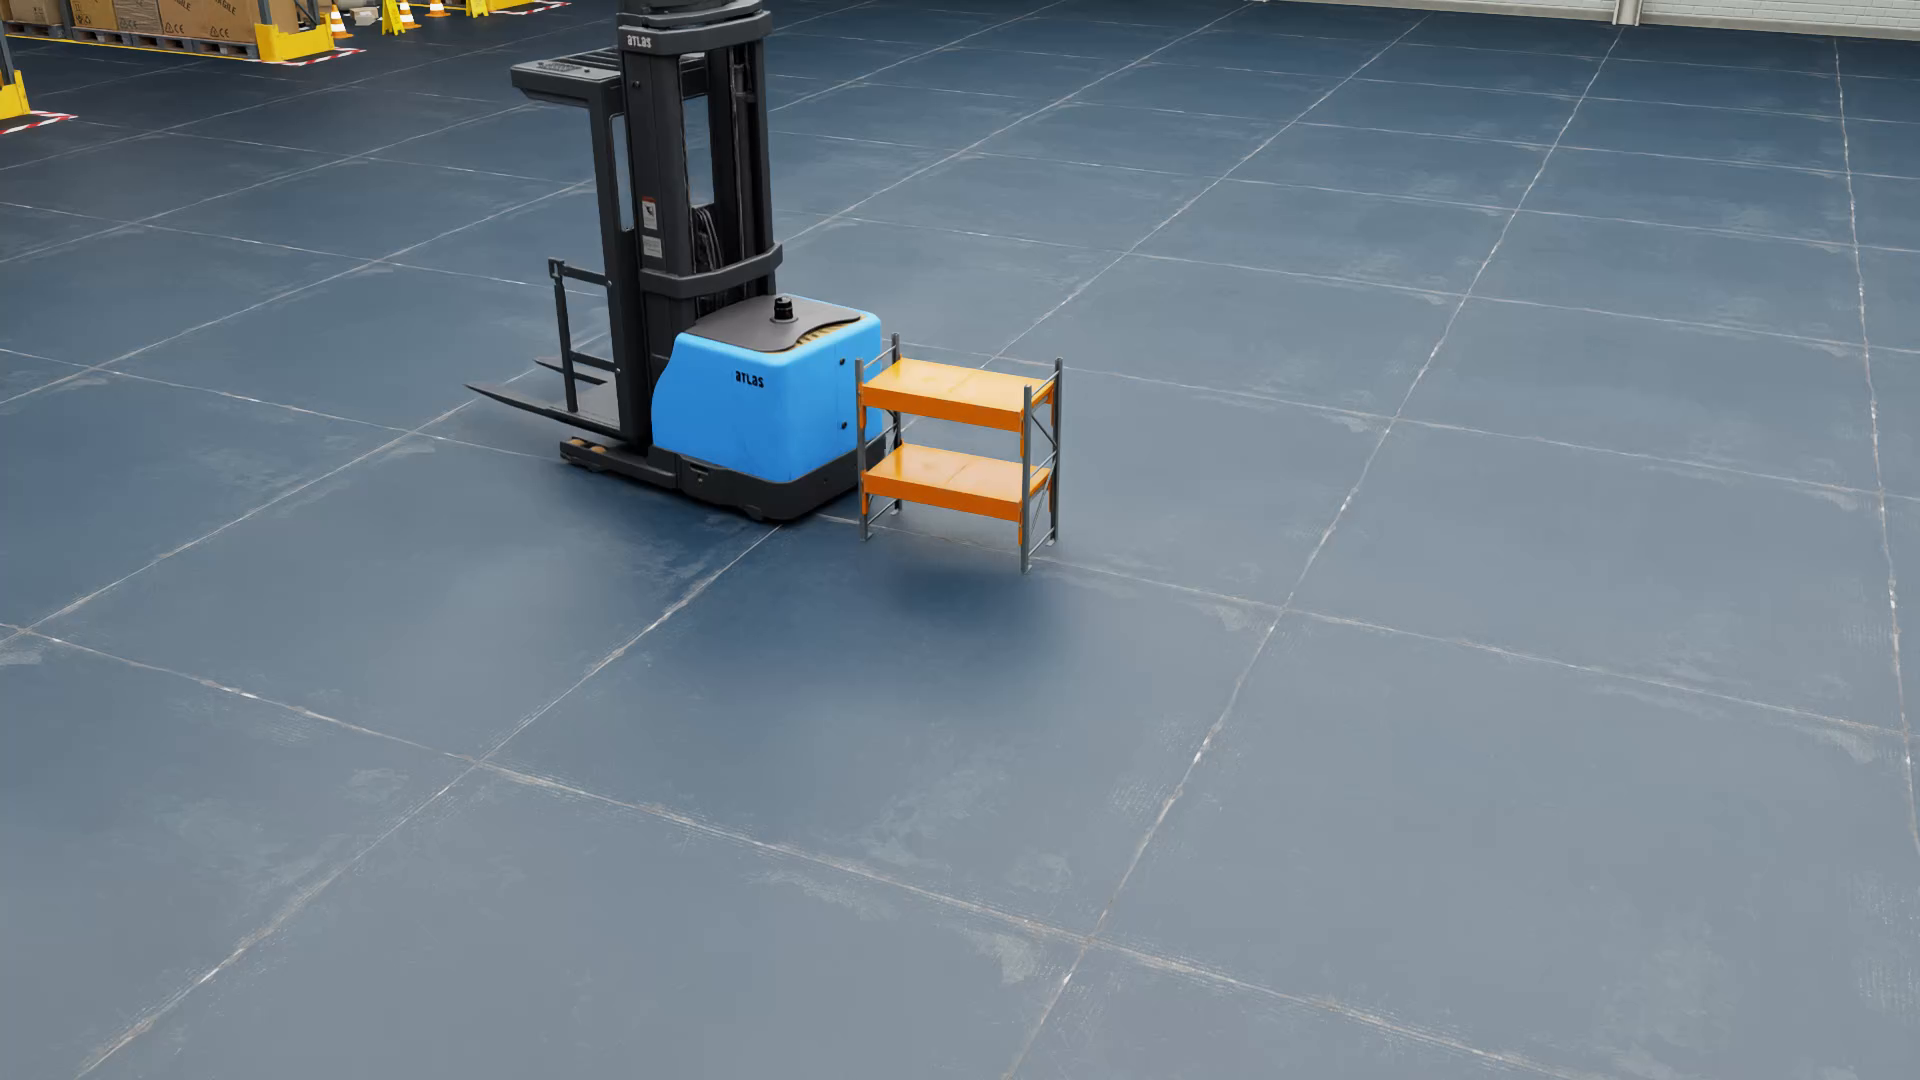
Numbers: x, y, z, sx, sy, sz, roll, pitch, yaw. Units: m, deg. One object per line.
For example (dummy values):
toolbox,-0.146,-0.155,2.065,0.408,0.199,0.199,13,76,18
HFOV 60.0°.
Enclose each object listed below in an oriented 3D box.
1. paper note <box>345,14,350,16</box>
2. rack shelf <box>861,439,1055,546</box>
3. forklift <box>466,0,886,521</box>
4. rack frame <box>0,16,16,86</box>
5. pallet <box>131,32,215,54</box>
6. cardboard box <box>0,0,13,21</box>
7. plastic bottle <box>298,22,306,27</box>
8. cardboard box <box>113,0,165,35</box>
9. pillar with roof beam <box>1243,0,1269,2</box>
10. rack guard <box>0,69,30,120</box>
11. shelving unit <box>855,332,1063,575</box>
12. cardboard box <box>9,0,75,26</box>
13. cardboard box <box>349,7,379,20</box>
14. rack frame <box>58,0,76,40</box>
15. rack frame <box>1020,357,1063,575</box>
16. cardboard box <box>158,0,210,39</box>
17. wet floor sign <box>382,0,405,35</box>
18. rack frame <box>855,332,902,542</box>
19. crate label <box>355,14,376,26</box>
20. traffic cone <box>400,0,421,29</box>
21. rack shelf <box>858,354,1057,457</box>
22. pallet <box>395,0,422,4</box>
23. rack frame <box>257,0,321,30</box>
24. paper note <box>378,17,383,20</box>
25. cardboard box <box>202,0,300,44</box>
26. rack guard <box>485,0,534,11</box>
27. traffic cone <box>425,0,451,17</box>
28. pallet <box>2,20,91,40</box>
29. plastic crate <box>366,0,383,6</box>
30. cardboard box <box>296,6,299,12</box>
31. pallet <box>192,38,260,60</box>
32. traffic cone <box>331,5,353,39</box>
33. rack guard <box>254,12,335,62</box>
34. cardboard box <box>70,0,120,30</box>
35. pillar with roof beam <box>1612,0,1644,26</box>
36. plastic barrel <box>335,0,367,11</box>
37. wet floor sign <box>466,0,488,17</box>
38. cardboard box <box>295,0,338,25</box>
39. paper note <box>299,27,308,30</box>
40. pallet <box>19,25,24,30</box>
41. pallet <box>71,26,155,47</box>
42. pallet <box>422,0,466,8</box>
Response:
paper note,-9.994,-8.604,27.205,0.142,0.019,0.148,23,35,39
rack shelf,-0.006,-0.287,9.612,1.000,0.278,0.538,11,28,22
forklift,-1.965,-1.921,10.334,3.031,2.935,1.130,17,31,31
rack frame,-11.700,-6.369,19.290,0.127,3.000,1.000,11,28,22
pallet,-11.422,-7.432,24.606,1.213,0.211,1.003,11,28,22
cardboard box,-14.675,-8.510,25.711,0.750,0.750,1.050,11,28,22
plastic bottle,-10.454,-8.110,26.153,0.283,0.061,0.133,2,26,4
cardboard box,-11.831,-8.005,24.543,0.875,0.875,0.875,12,28,22
pillar with roof beam,3.334,-11.606,23.136,0.400,9.000,9.100,11,28,22
rack guard,-11.769,-5.261,19.870,0.348,0.500,1.175,11,28,22
shelving unit,-0.006,-0.506,9.504,1.048,1.125,0.538,11,28,22
cardboard box,-13.799,-8.332,25.350,0.750,0.750,1.050,11,28,22
cardboard box,-9.627,-8.502,26.850,0.380,0.149,0.250,-18,31,-31
rack frame,-13.196,-9.076,24.788,0.127,3.000,1.000,11,28,22
rack frame,0.457,-0.413,9.315,0.032,1.125,0.500,11,28,22
cardboard box,-11.002,-7.837,24.202,0.875,0.875,0.875,11,28,21
wet floor sign,-8.709,-8.079,25.429,0.232,0.644,0.267,6,27,13
rack frame,-0.469,-0.599,9.693,0.032,1.125,0.500,11,28,22
crate label,-9.415,-8.239,26.330,0.298,0.136,0.250,-2,26,-5
traffic cone,-8.674,-8.267,26.017,0.334,0.463,0.336,11,28,22
rack shelf,-0.006,-0.768,9.375,1.000,0.278,0.538,11,28,22
pallet,-9.499,-9.503,28.812,1.213,0.211,1.003,11,28,22
rack frame,-9.555,-8.345,23.303,0.127,3.000,1.000,11,28,22
paper note,-9.283,-8.394,26.764,0.142,0.019,0.148,2,26,4
cardboard box,-10.200,-7.677,23.877,0.875,0.875,0.875,12,28,22
rack guard,-7.667,-9.246,27.963,0.348,0.500,1.175,11,28,22
traffic cone,-8.524,-8.775,27.050,0.334,0.463,0.336,11,28,22
pallet,-13.930,-7.936,25.629,1.213,0.211,1.003,11,28,22
plastic crate,-10.150,-9.158,28.261,0.583,0.080,0.402,2,26,4
cardboard box,-11.100,-8.765,26.830,0.503,0.637,0.797,11,28,22
pallet,-10.315,-7.208,24.152,1.213,0.211,1.003,11,28,22
traffic cone,-9.451,-7.875,25.220,0.334,0.463,0.336,11,28,22
rack guard,-9.533,-7.219,23.846,0.348,0.500,1.175,11,28,22
cardboard box,-12.653,-8.168,24.874,0.875,0.875,0.875,12,29,23
pillar with roof beam,8.796,-10.509,20.907,0.400,9.000,9.100,11,28,22
plastic barrel,-10.105,-8.967,27.483,0.512,0.421,0.421,-12,29,-23
wet floor sign,-7.868,-8.832,26.959,0.232,0.644,0.267,23,35,39
cardboard box,-10.245,-8.537,26.519,0.637,0.503,0.797,-7,27,-14
paper note,-10.242,-7.974,25.913,0.142,0.017,0.144,23,35,39
pallet,-15.045,-8.158,26.081,1.213,0.211,1.003,11,28,22
pallet,-12.537,-7.654,25.058,1.213,0.211,1.003,11,28,22
pallet,-8.392,-9.279,28.358,1.213,0.211,1.003,11,28,22
